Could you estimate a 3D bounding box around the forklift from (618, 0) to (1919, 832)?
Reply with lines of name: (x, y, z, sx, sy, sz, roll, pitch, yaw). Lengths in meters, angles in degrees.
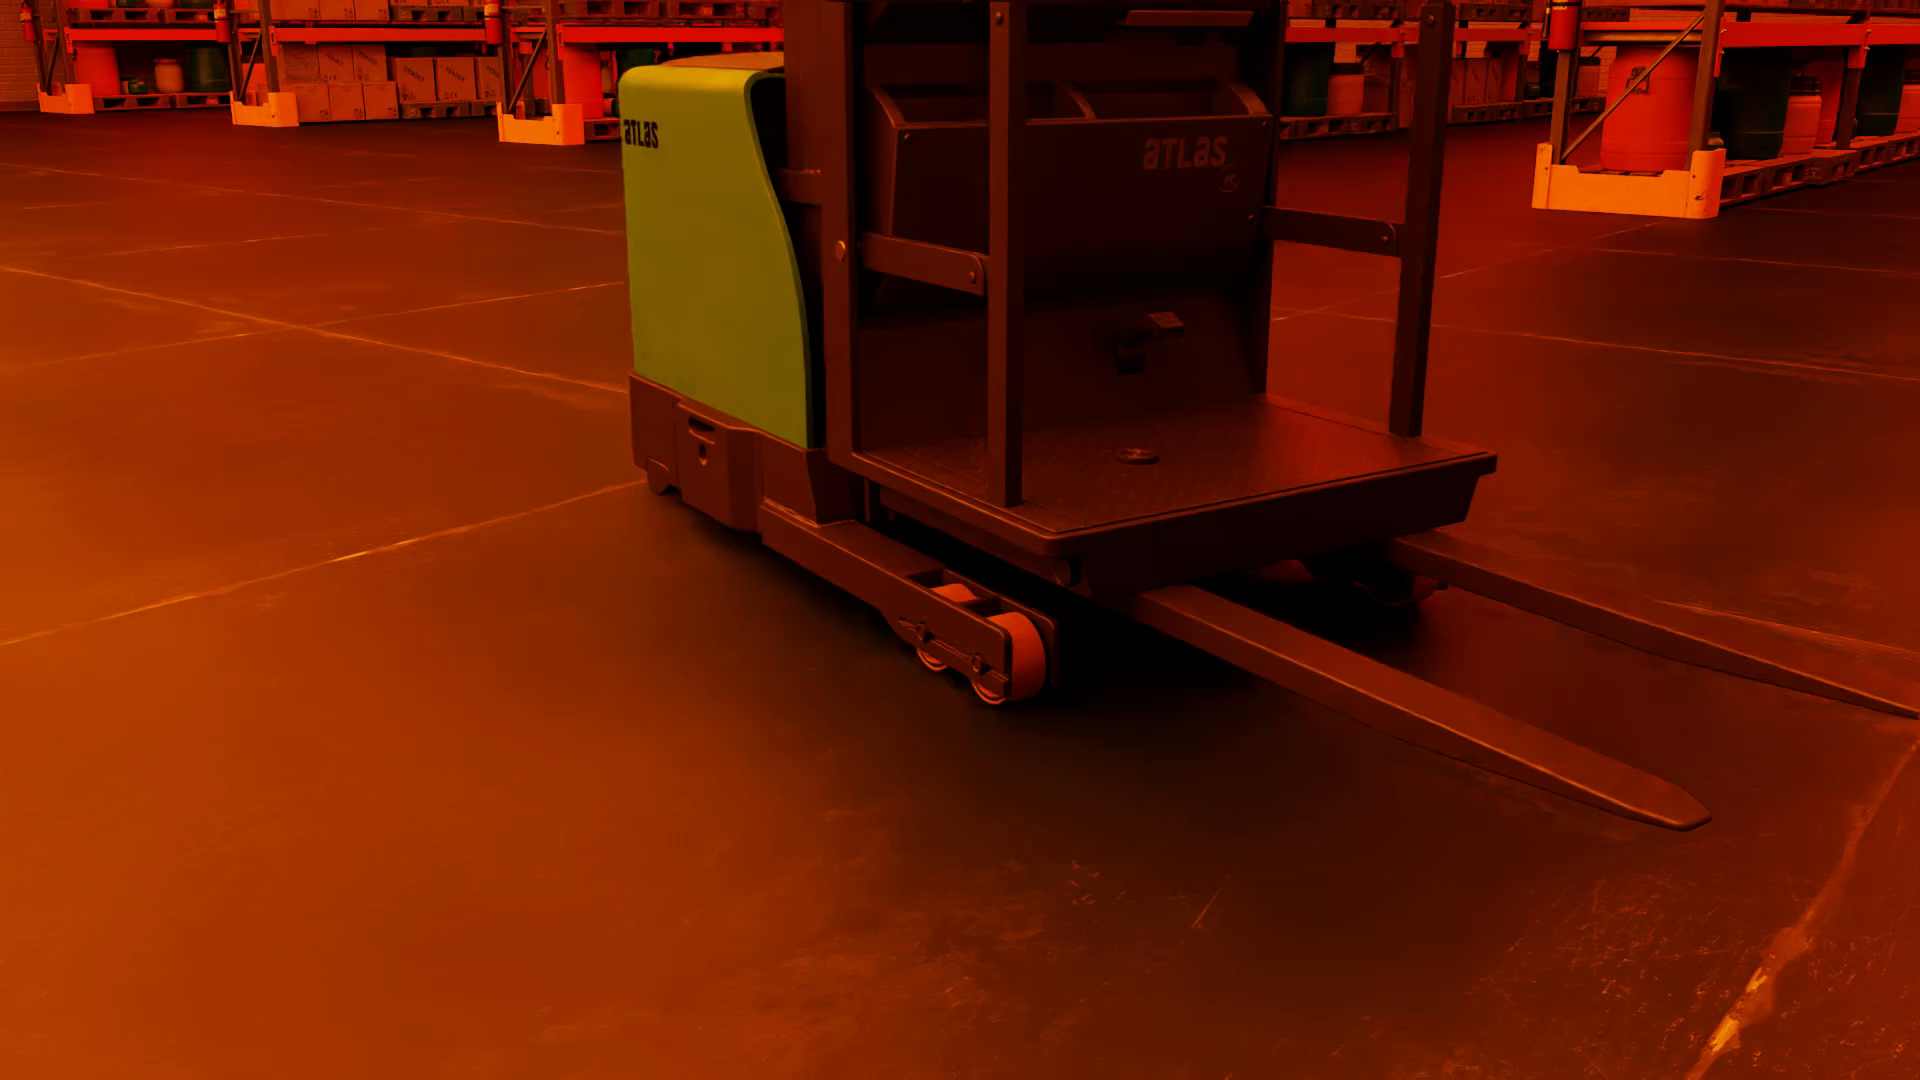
forklift: (0.353, -1.262, 3.055, 1.130, 2.935, 3.031, -10, 20, -31)
